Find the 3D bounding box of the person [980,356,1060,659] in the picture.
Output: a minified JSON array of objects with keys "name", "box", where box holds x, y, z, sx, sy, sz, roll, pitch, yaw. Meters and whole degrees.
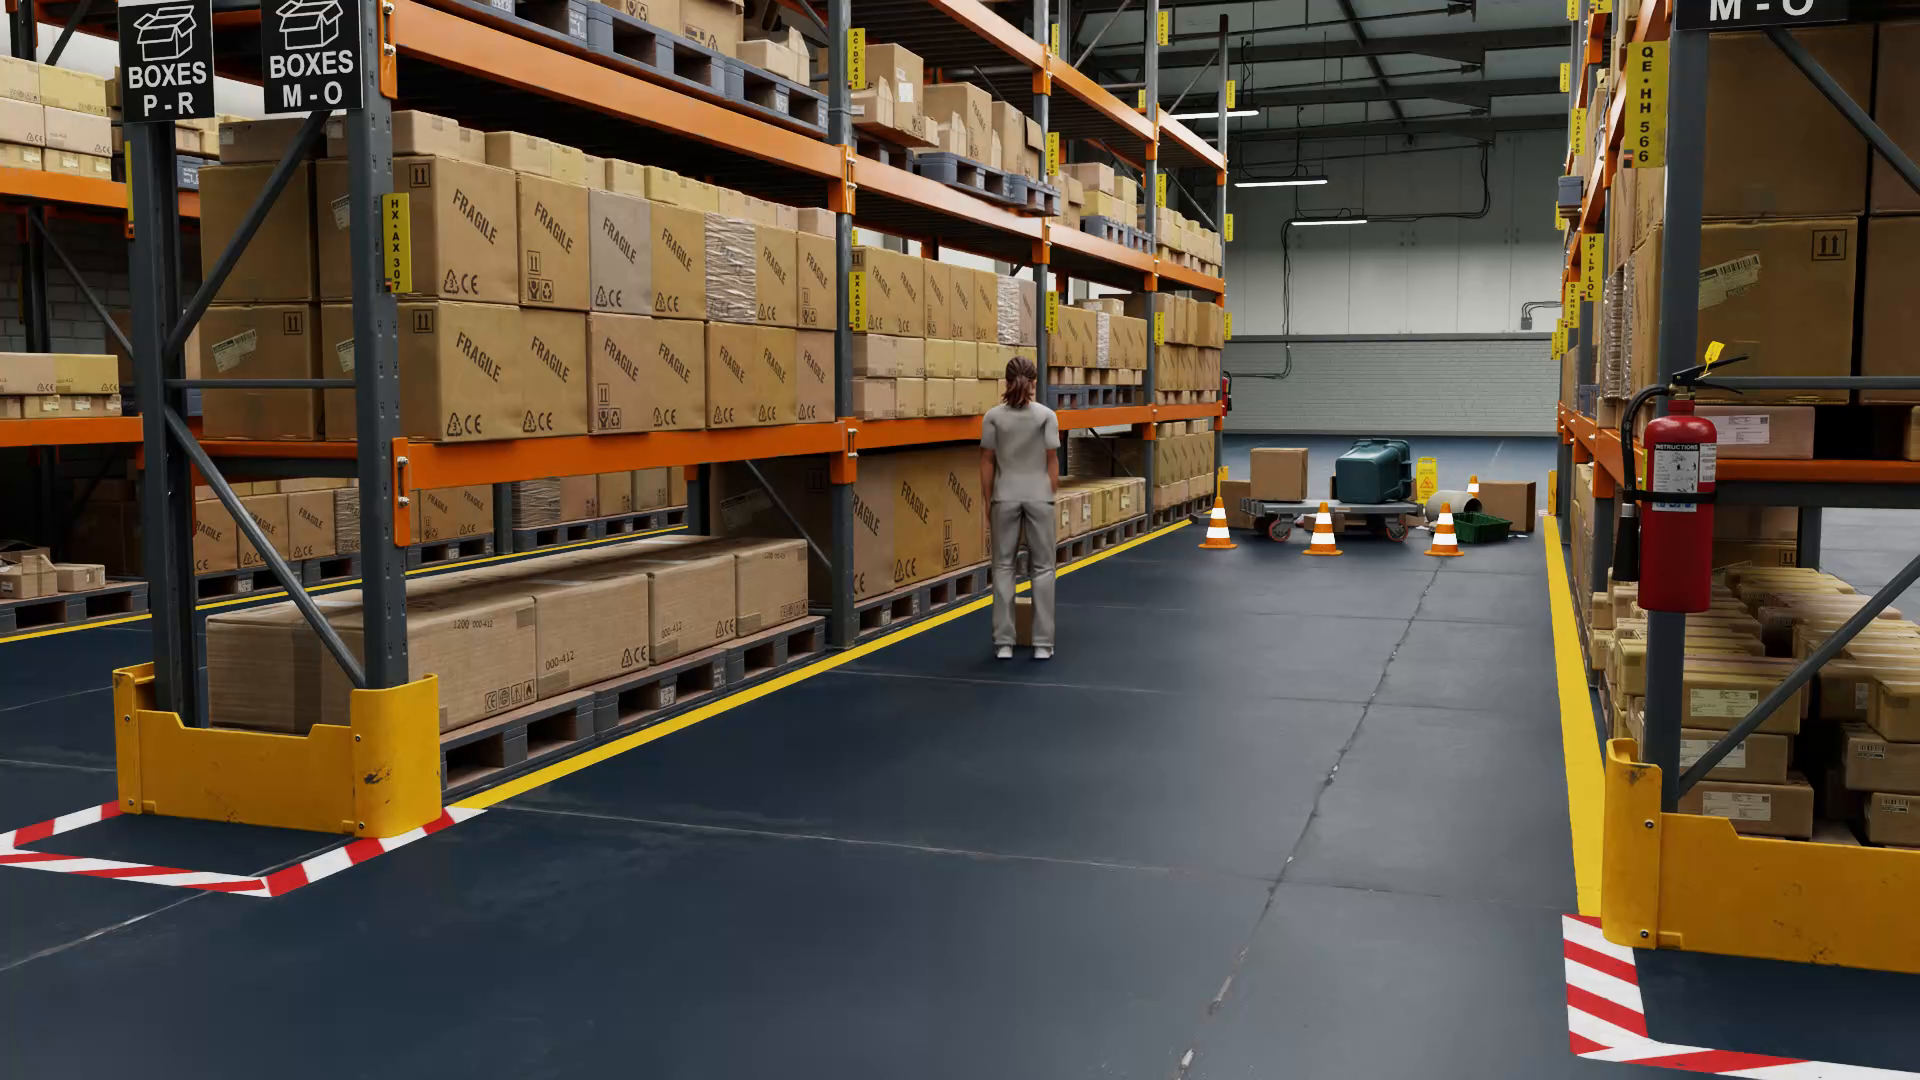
[{"name":"person","box":[0.330,-0.177,9.187,0.444,1.669,0.358,1,5,7]}]
